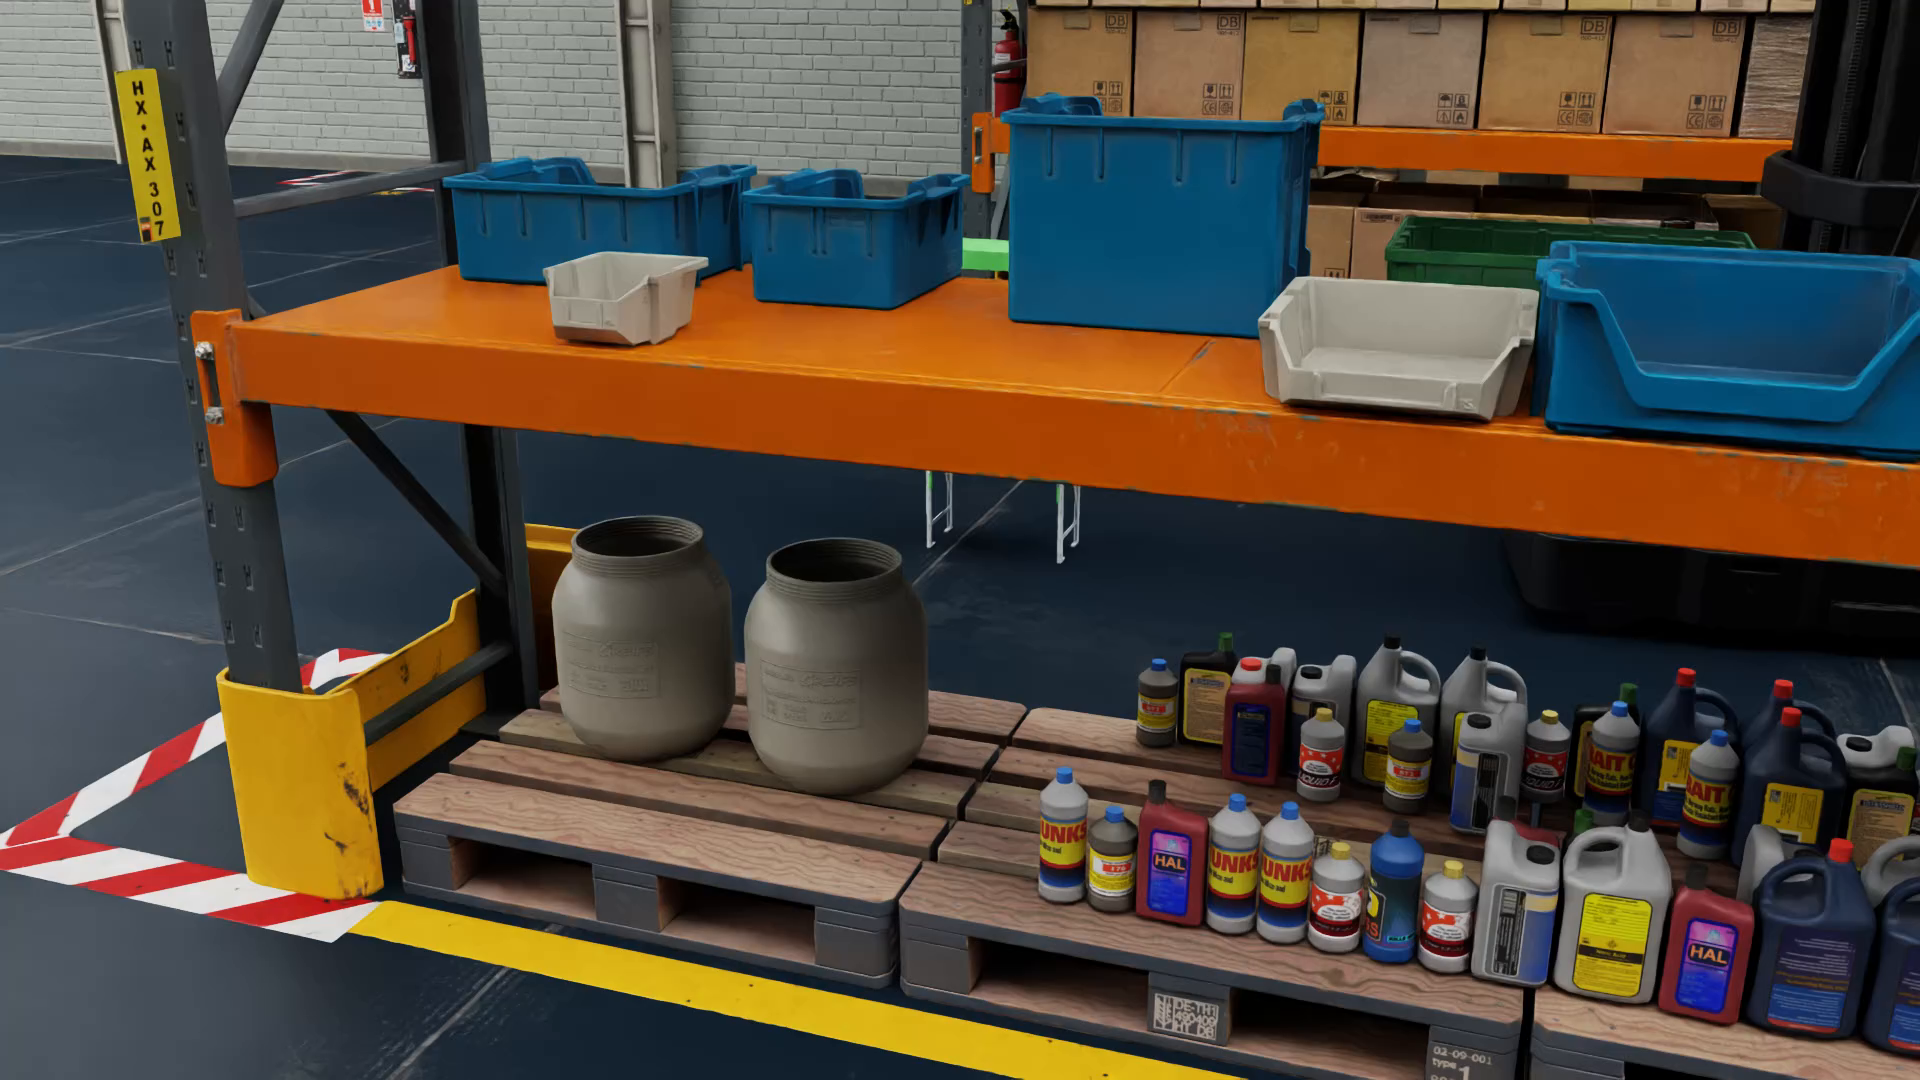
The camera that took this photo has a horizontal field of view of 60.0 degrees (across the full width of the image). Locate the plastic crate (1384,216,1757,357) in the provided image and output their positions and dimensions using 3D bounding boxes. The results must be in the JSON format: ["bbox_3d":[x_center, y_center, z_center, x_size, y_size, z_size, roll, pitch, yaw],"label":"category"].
[{"bbox_3d":[1.185,-0.494,3.257,0.662,0.188,0.450,7,20,18],"label":"plastic crate"}]

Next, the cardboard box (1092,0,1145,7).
[{"bbox_3d":[0.776,-2.548,7.690,0.250,0.149,0.380,6,20,17],"label":"cardboard box"}]

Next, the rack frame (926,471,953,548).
[{"bbox_3d":[-0.074,-0.575,5.903,0.015,1.200,0.240,7,20,18],"label":"rack frame"}]

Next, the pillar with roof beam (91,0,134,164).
[{"bbox_3d":[-9.955,-6.856,12.072,0.400,9.000,9.100,7,20,18],"label":"pillar with roof beam"}]

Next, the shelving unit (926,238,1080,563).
[{"bbox_3d":[0.156,-0.549,5.827,0.503,1.200,0.258,7,20,18],"label":"shelving unit"}]

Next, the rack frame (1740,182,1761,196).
[{"bbox_3d":[5.626,-3.440,11.387,0.127,3.000,1.000,7,20,18],"label":"rack frame"}]

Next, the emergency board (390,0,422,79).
[{"bbox_3d":[-5.197,-4.992,15.840,0.643,1.169,0.194,7,20,18],"label":"emergency board"}]

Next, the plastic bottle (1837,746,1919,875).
[{"bbox_3d":[1.869,0.552,3.395,0.133,0.283,0.061,7,20,18],"label":"plastic bottle"}]

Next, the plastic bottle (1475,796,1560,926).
[{"bbox_3d":[1.068,0.628,3.176,0.133,0.283,0.061,7,20,18],"label":"plastic bottle"}]

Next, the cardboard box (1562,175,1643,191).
[{"bbox_3d":[4.633,-2.567,12.012,0.500,0.500,0.500,5,20,14],"label":"cardboard box"}]

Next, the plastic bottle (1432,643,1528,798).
[{"bbox_3d":[1.169,0.401,3.724,0.185,0.351,0.144,6,20,18],"label":"plastic bottle"}]

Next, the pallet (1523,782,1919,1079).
[{"bbox_3d":[1.754,0.872,3.254,1.213,0.211,1.003,7,20,18],"label":"pallet"}]

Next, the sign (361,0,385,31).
[{"bbox_3d":[-5.685,-5.101,16.098,0.234,0.329,0.001,7,20,18],"label":"sign"}]

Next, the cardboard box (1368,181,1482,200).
[{"bbox_3d":[2.251,-1.462,8.113,0.500,0.500,0.500,7,20,18],"label":"cardboard box"}]

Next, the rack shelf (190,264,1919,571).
[{"bbox_3d":[0.486,-0.236,3.288,4.000,0.370,1.077,7,20,18],"label":"rack shelf"}]

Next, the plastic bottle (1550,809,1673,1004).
[{"bbox_3d":[1.186,0.648,3.016,0.185,0.351,0.144,6,20,18],"label":"plastic bottle"}]

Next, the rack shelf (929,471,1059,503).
[{"bbox_3d":[0.156,-0.262,5.927,0.480,0.148,0.258,7,20,18],"label":"rack shelf"}]

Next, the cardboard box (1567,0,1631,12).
[{"bbox_3d":[2.716,-2.326,7.054,0.250,0.149,0.380,6,20,18],"label":"cardboard box"}]

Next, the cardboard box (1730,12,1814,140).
[{"bbox_3d":[3.583,-1.992,7.082,0.500,0.500,0.700,6,20,17],"label":"cardboard box"}]

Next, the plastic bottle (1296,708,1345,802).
[{"bbox_3d":[0.812,0.476,3.737,0.097,0.201,0.097,0,19,0],"label":"plastic bottle"}]

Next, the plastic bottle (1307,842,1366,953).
[{"bbox_3d":[0.719,0.673,3.170,0.097,0.201,0.097,0,19,0],"label":"plastic bottle"}]

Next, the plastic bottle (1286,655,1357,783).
[{"bbox_3d":[0.835,0.400,3.842,0.135,0.276,0.152,6,20,17],"label":"plastic bottle"}]

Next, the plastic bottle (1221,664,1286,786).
[{"bbox_3d":[0.670,0.414,3.788,0.133,0.283,0.061,7,20,18],"label":"plastic bottle"}]

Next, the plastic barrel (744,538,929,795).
[{"bbox_3d":[-0.283,0.287,3.839,0.421,0.512,0.421,0,19,0],"label":"plastic barrel"}]

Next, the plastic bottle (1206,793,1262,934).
[{"bbox_3d":[0.531,0.619,3.220,0.097,0.271,0.097,0,19,0],"label":"plastic bottle"}]

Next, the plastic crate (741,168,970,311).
[{"bbox_3d":[-0.221,-0.688,3.719,0.408,0.251,0.499,7,20,18],"label":"plastic crate"}]

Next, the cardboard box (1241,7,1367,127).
[{"bbox_3d":[1.627,-2.213,7.717,0.500,0.500,0.700,7,20,18],"label":"cardboard box"}]

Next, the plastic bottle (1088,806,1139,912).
[{"bbox_3d":[0.305,0.626,3.306,0.097,0.201,0.097,0,19,0],"label":"plastic bottle"}]

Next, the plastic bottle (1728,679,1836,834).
[{"bbox_3d":[1.749,0.468,3.534,0.185,0.351,0.144,7,20,20],"label":"plastic bottle"}]

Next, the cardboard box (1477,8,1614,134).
[{"bbox_3d":[2.610,-2.103,7.399,0.500,0.500,0.700,7,20,19],"label":"cardboard box"}]

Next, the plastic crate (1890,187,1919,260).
[{"bbox_3d":[1.922,-0.426,2.836,0.504,0.338,0.767,7,20,18],"label":"plastic crate"}]

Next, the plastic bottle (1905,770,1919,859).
[{"bbox_3d":[2.026,0.562,3.491,0.097,0.201,0.097,0,19,0],"label":"plastic bottle"}]

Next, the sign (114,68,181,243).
[{"bbox_3d":[-1.588,-0.752,3.255,0.005,0.325,0.100,7,20,18],"label":"sign"}]

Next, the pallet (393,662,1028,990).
[{"bbox_3d":[-0.551,0.608,4.010,1.213,0.211,1.003,7,20,18],"label":"pallet"}]

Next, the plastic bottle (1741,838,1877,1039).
[{"bbox_3d":[1.491,0.683,2.915,0.185,0.351,0.144,5,20,15],"label":"plastic bottle"}]

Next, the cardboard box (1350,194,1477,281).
[{"bbox_3d":[2.075,-1.295,7.635,0.500,0.500,0.500,7,20,18],"label":"cardboard box"}]

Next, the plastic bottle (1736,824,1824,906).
[{"bbox_3d":[1.516,0.670,3.068,0.135,0.276,0.152,7,20,18],"label":"plastic bottle"}]

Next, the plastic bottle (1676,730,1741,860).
[{"bbox_3d":[1.572,0.527,3.484,0.097,0.271,0.097,0,19,0],"label":"plastic bottle"}]

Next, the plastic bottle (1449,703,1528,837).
[{"bbox_3d":[1.144,0.485,3.596,0.135,0.276,0.152,7,20,18],"label":"plastic bottle"}]

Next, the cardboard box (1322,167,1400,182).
[{"bbox_3d":[3.010,-2.646,12.525,0.500,0.311,0.500,8,21,23],"label":"cardboard box"}]

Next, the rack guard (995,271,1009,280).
[{"bbox_3d":[0.203,-1.153,8.625,0.348,0.500,1.175,7,20,18],"label":"rack guard"}]

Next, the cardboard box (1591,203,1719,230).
[{"bbox_3d":[3.026,-1.193,7.341,0.500,0.500,0.500,7,20,18],"label":"cardboard box"}]

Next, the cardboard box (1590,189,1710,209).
[{"bbox_3d":[3.194,-1.352,7.798,0.500,0.500,0.500,7,20,18],"label":"cardboard box"}]

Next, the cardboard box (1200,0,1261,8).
[{"bbox_3d":[1.249,-2.492,7.532,0.250,0.149,0.380,6,20,17],"label":"cardboard box"}]

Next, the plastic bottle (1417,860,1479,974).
[{"bbox_3d":[0.913,0.696,3.106,0.097,0.201,0.097,0,19,0],"label":"plastic bottle"}]

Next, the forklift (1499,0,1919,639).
[{"bbox_3d":[3.370,-1.171,4.983,3.031,2.935,1.130,4,20,10],"label":"forklift"}]

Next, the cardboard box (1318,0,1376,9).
[{"bbox_3d":[1.743,-2.437,7.372,0.250,0.149,0.380,6,20,17],"label":"cardboard box"}]

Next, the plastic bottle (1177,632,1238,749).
[{"bbox_3d":[0.592,0.353,3.966,0.133,0.283,0.061,7,20,19],"label":"plastic bottle"}]

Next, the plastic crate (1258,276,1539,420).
[{"bbox_3d":[0.758,-0.331,2.871,0.437,0.136,0.530,7,20,18],"label":"plastic crate"}]

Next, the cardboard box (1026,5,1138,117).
[{"bbox_3d":[0.662,-2.324,8.034,0.500,0.500,0.700,7,20,18],"label":"cardboard box"}]

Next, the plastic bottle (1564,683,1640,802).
[{"bbox_3d":[1.428,0.448,3.692,0.133,0.283,0.061,7,21,20],"label":"plastic bottle"}]

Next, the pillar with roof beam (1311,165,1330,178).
[{"bbox_3d":[1.380,-5.559,8.354,0.400,9.000,9.100,7,20,18],"label":"pillar with roof beam"}]

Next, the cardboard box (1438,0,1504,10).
[{"bbox_3d":[2.226,-2.381,7.211,0.250,0.149,0.380,7,20,20],"label":"cardboard box"}]

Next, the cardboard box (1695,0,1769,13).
[{"bbox_3d":[3.196,-2.270,6.894,0.250,0.149,0.380,6,20,16],"label":"cardboard box"}]
